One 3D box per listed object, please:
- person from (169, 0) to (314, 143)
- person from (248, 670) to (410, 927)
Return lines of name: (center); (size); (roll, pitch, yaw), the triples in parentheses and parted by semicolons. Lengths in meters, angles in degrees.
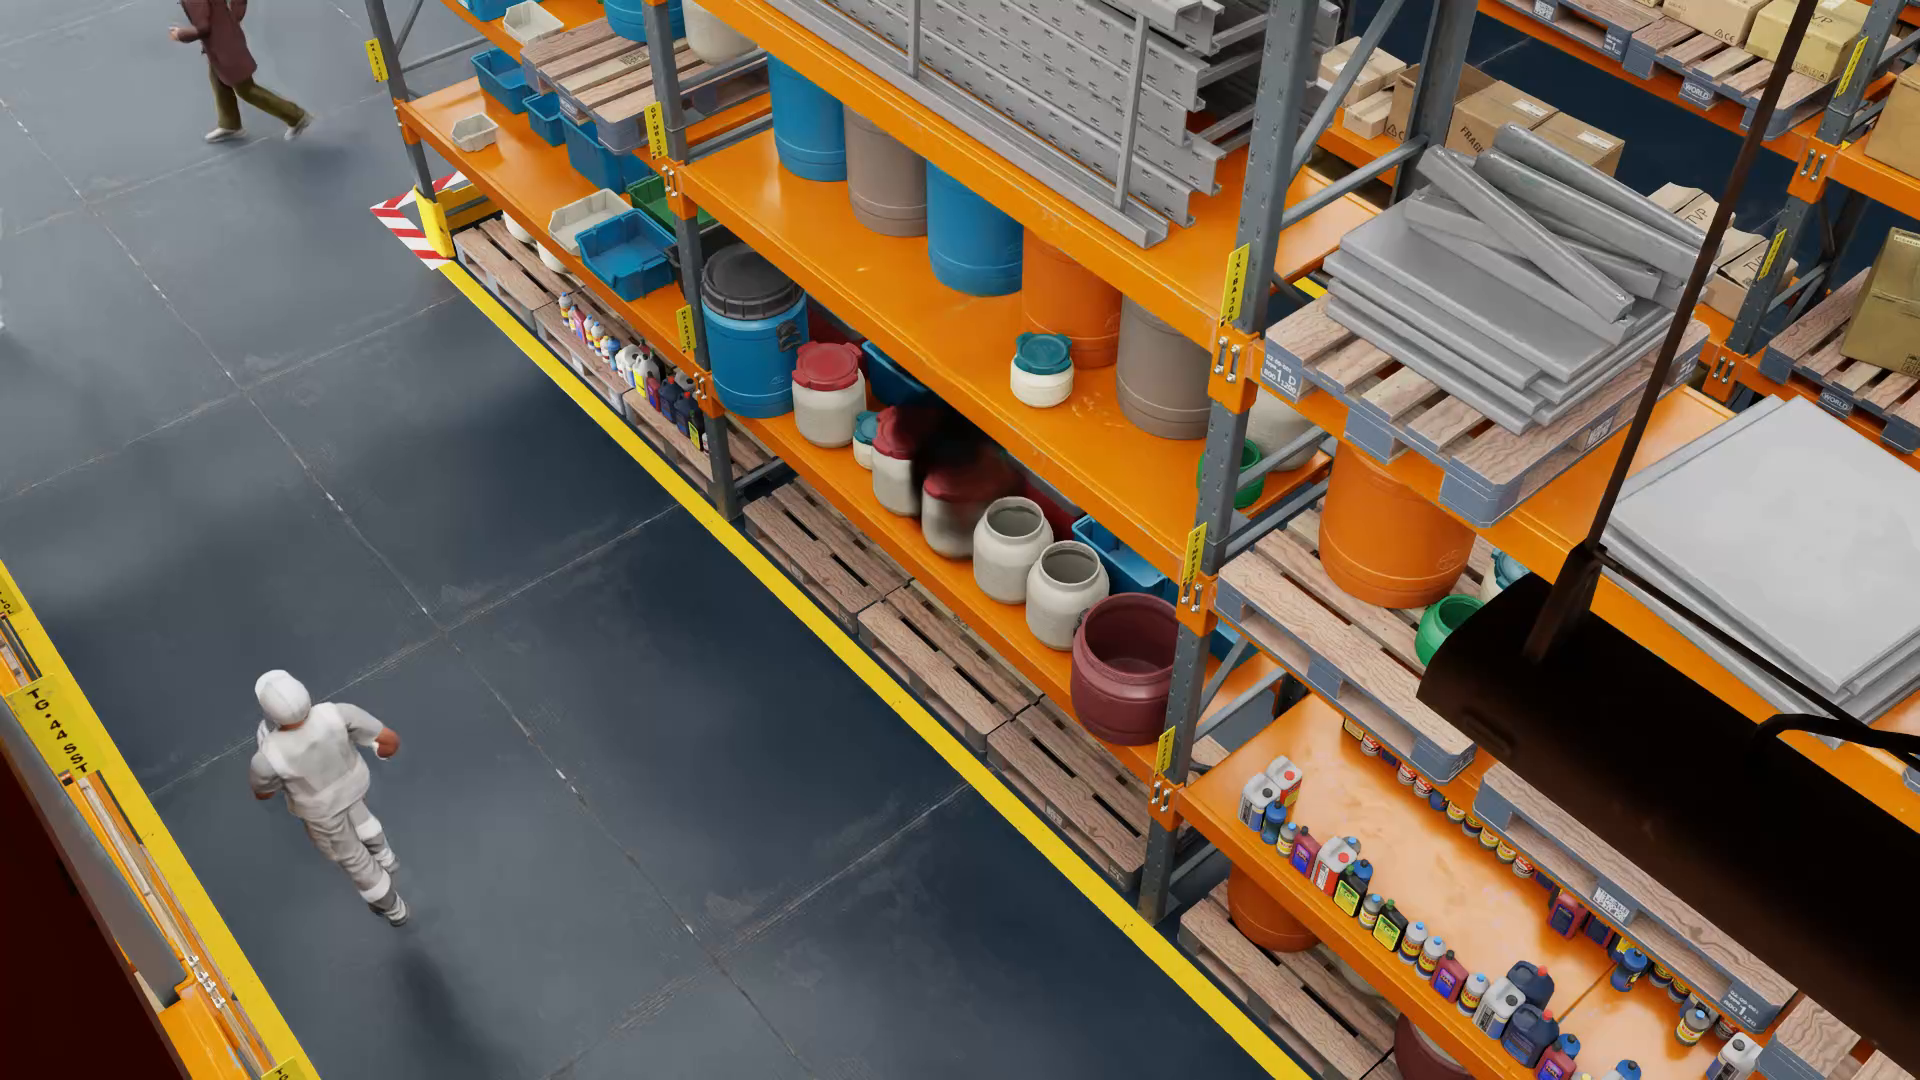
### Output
person: (-5.951, -3.998, 13.594); (1.021, 1.745, 0.673); (-2, 47, -2)
person: (-3.108, 1.236, 8.199); (0.690, 1.837, 0.641); (31, 54, 26)
